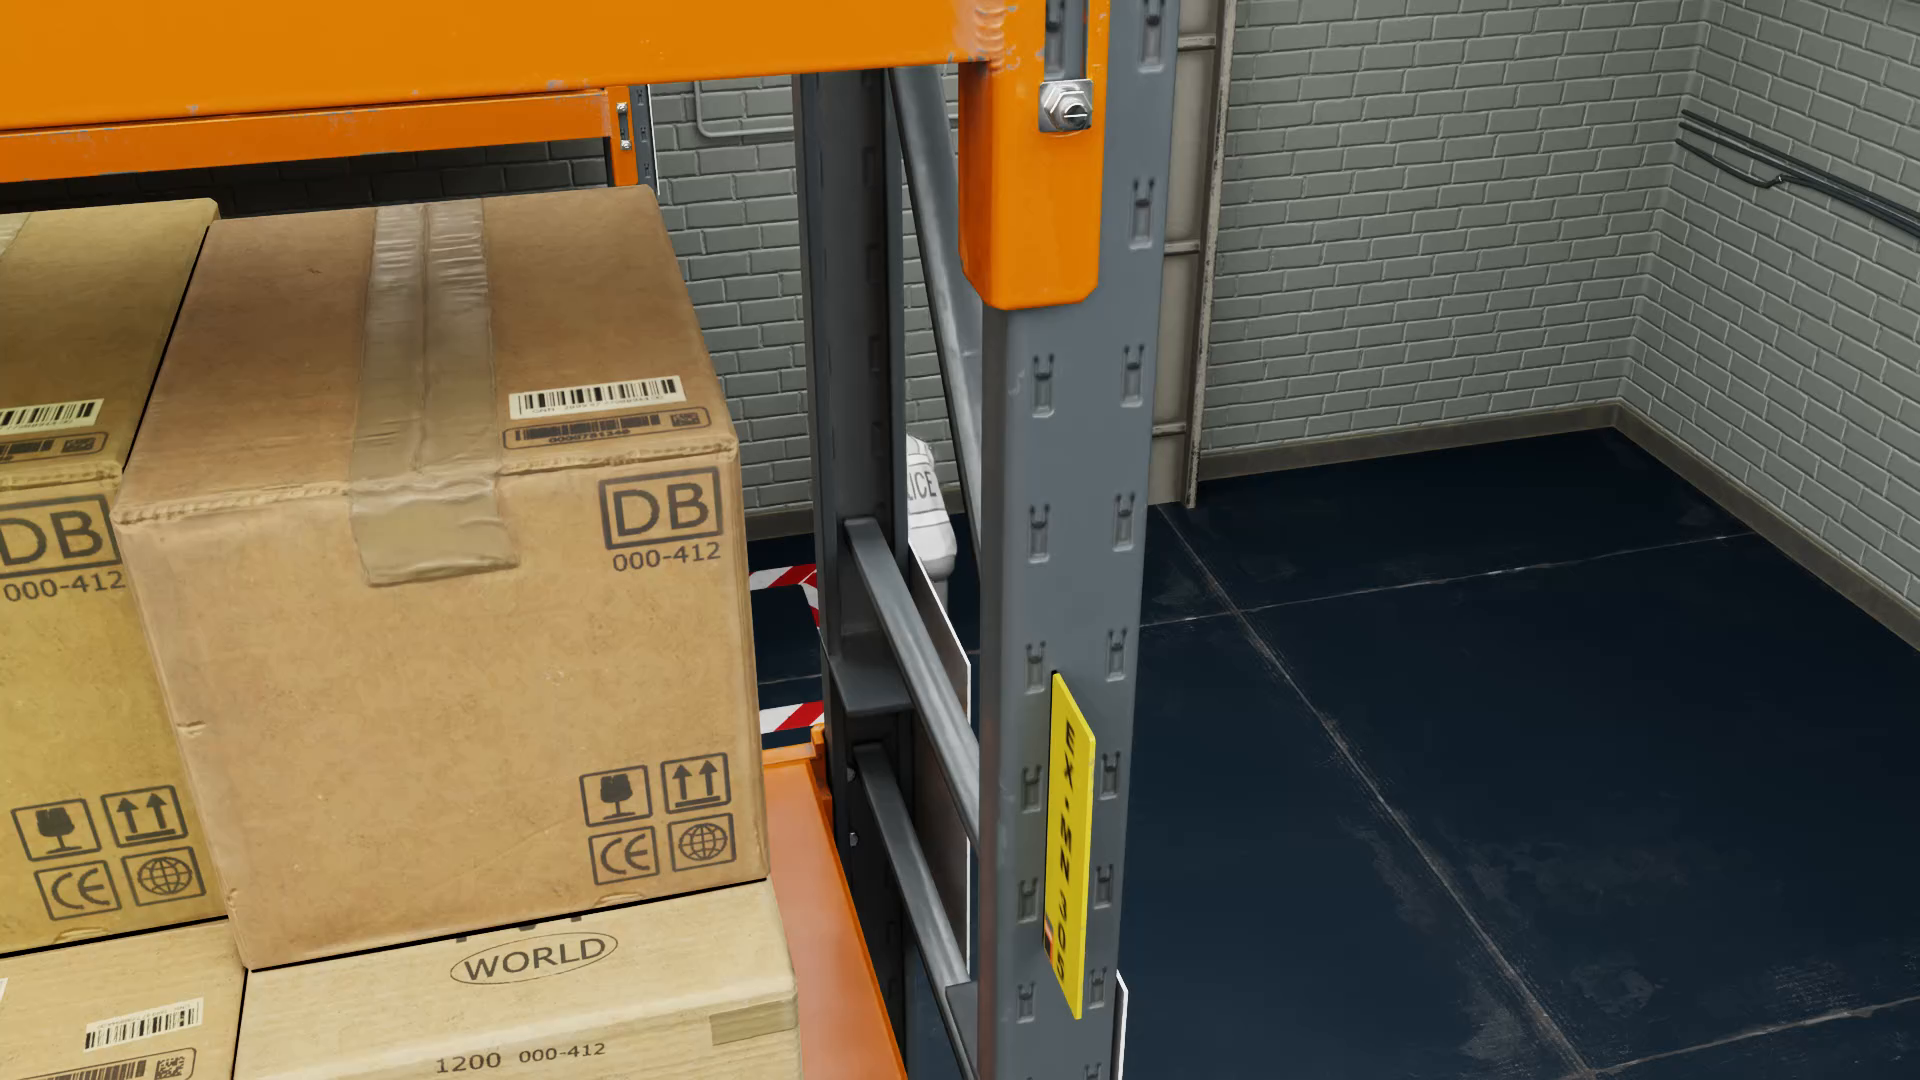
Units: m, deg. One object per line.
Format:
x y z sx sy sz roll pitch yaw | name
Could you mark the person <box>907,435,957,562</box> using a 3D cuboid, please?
-0.305 -0.128 7.530 0.490 0.849 0.742 -8 31 -13 | person
